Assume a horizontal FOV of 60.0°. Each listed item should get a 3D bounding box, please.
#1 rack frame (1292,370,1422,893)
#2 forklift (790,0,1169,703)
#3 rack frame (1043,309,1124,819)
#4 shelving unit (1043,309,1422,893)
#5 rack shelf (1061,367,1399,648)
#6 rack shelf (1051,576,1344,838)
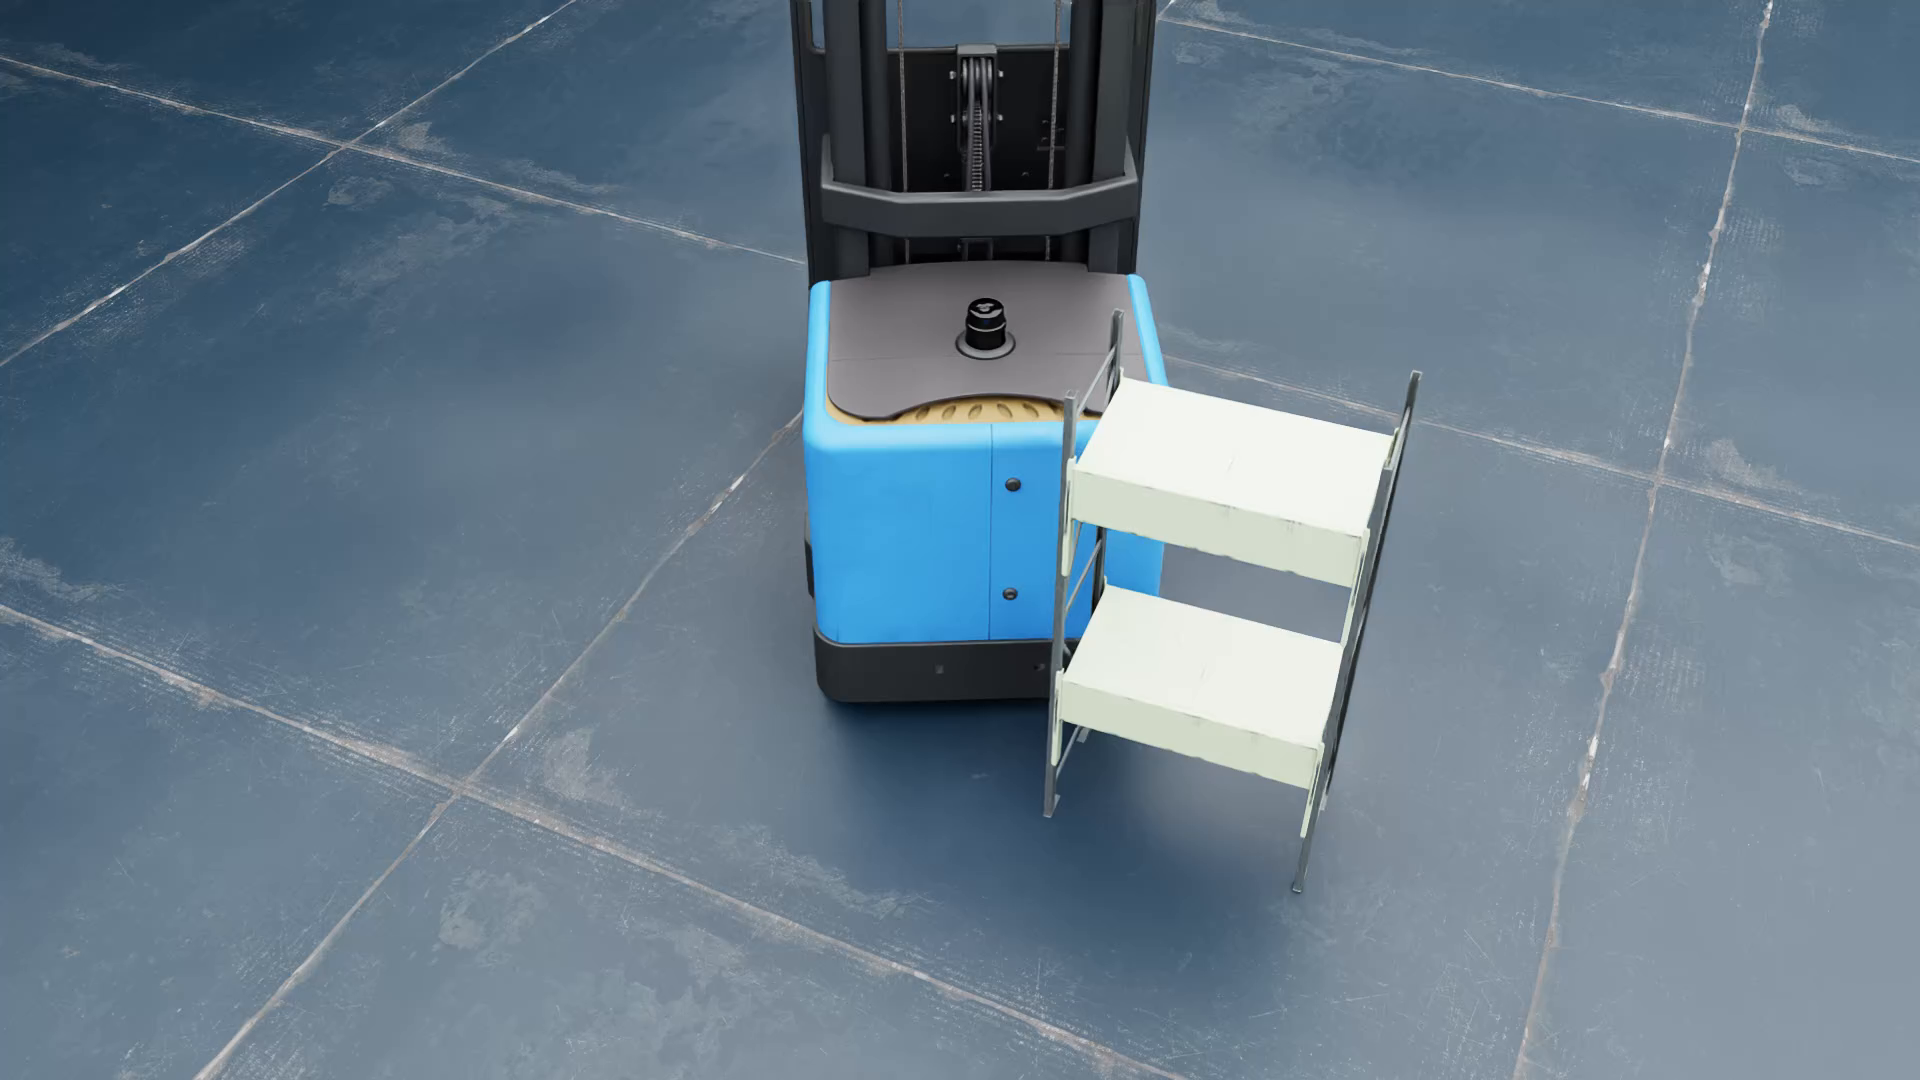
[{"bbox_3d":[1.006,0.290,4.270,0.023,1.500,0.400,14,43,16],"label":"rack frame"},{"bbox_3d":[0.030,-1.558,5.310,1.130,2.935,3.031,-1,41,-2],"label":"forklift"},{"bbox_3d":[0.324,0.117,4.470,0.023,1.500,0.400,14,43,16],"label":"rack frame"},{"bbox_3d":[0.665,0.204,4.370,0.755,1.500,0.431,14,43,16],"label":"shelving unit"},{"bbox_3d":[0.665,-0.091,4.114,0.720,0.370,0.431,14,43,16],"label":"rack shelf"},{"bbox_3d":[0.665,0.450,4.583,0.720,0.370,0.431,14,43,16],"label":"rack shelf"}]
